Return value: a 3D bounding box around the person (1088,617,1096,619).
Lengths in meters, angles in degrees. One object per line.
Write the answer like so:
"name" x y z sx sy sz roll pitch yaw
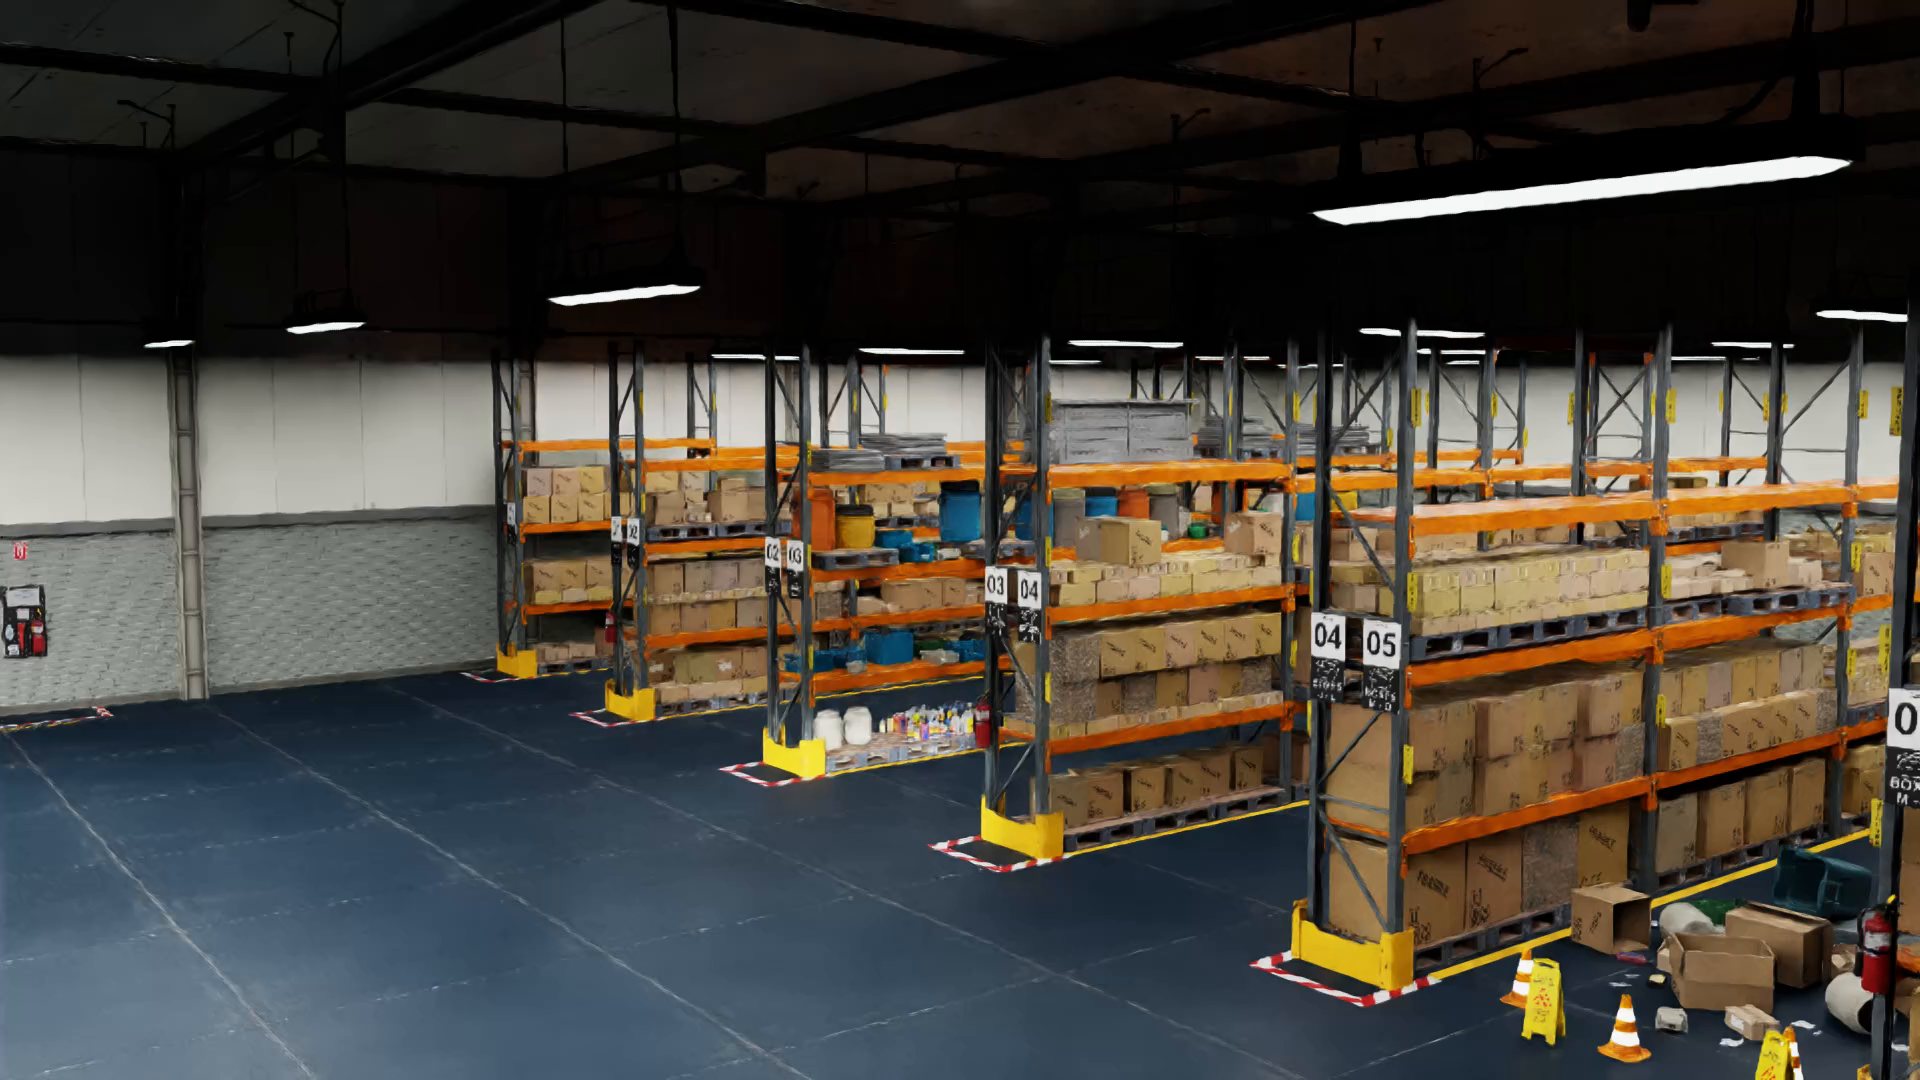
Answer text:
"person" 2.317 1.865 28.048 1.126 1.645 0.542 -3 6 -34
